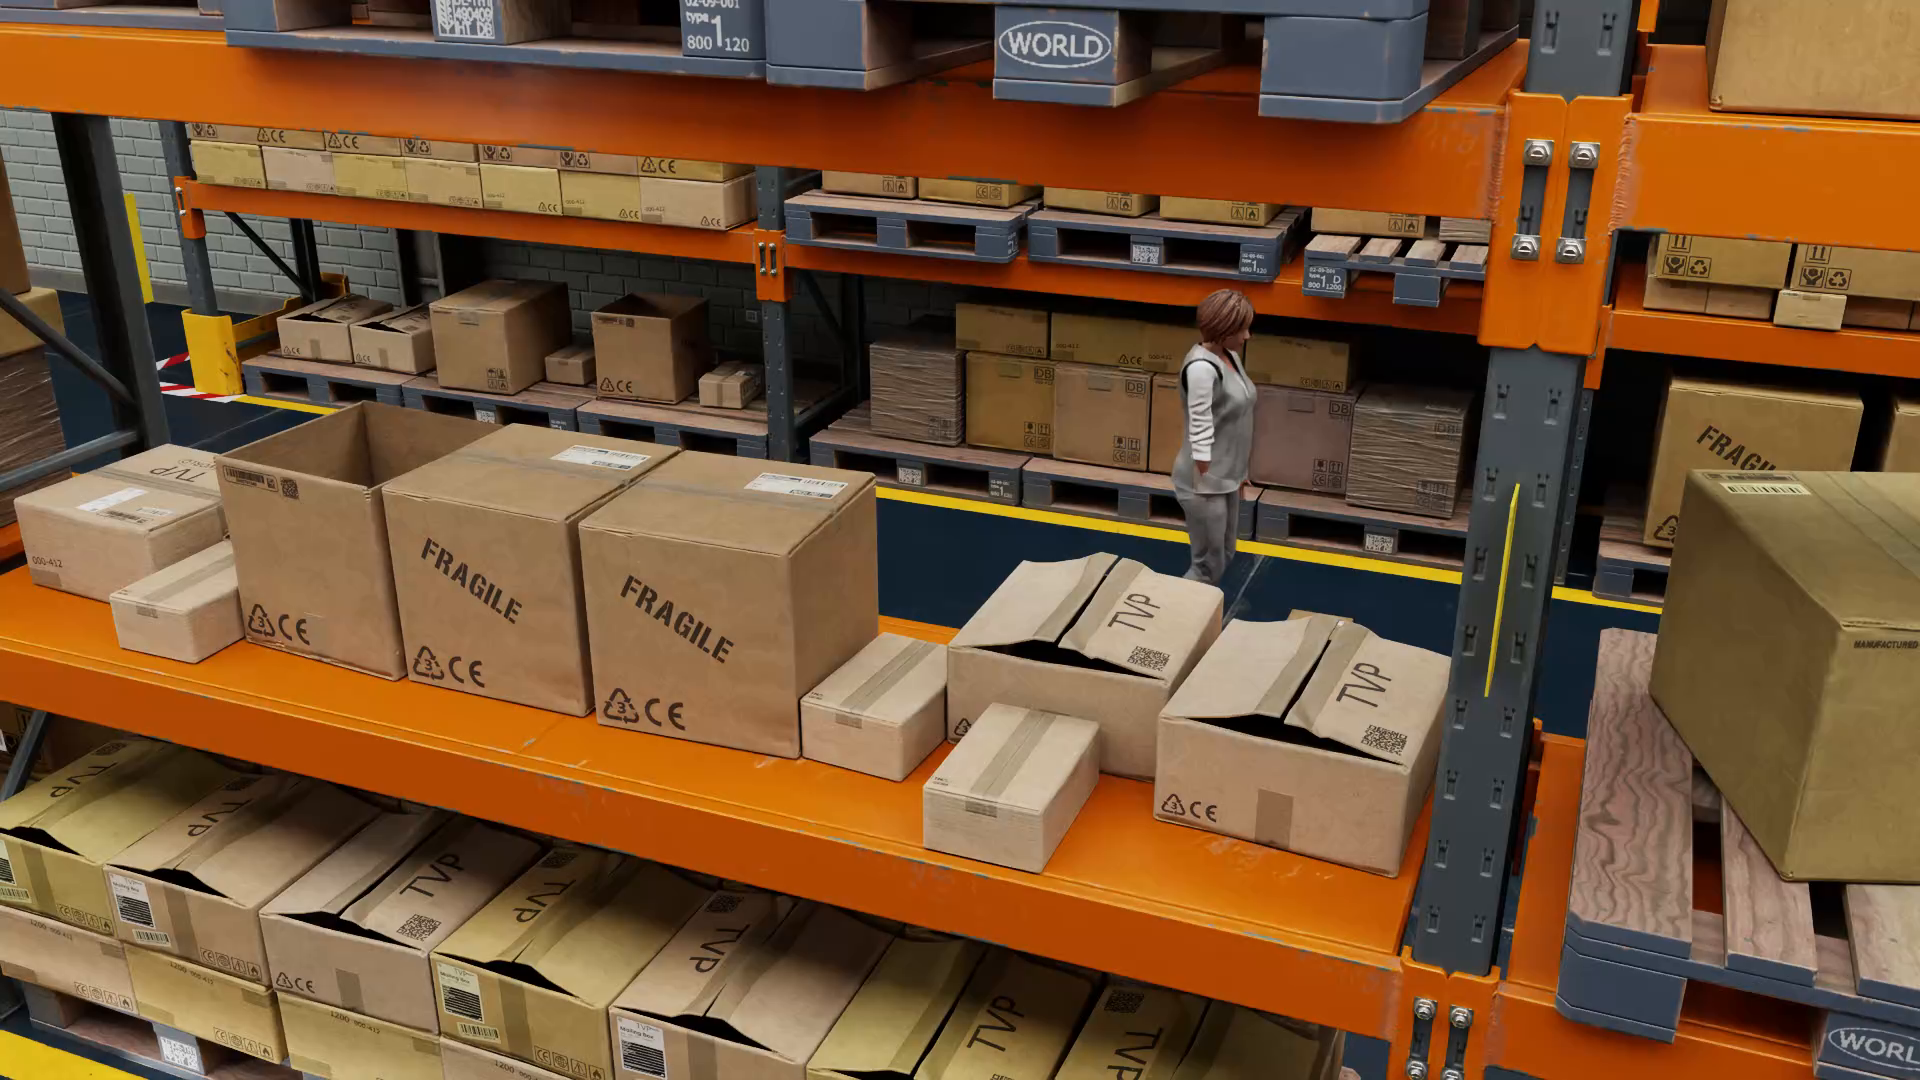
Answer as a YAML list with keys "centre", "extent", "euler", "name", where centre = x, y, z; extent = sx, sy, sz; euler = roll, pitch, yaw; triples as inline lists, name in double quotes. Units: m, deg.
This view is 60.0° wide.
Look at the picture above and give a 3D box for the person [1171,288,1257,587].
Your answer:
- centre: [1.008, -0.230, 6.668]
  extent: [0.301, 1.593, 0.407]
  euler: [9, 24, 21]
  name: "person"
